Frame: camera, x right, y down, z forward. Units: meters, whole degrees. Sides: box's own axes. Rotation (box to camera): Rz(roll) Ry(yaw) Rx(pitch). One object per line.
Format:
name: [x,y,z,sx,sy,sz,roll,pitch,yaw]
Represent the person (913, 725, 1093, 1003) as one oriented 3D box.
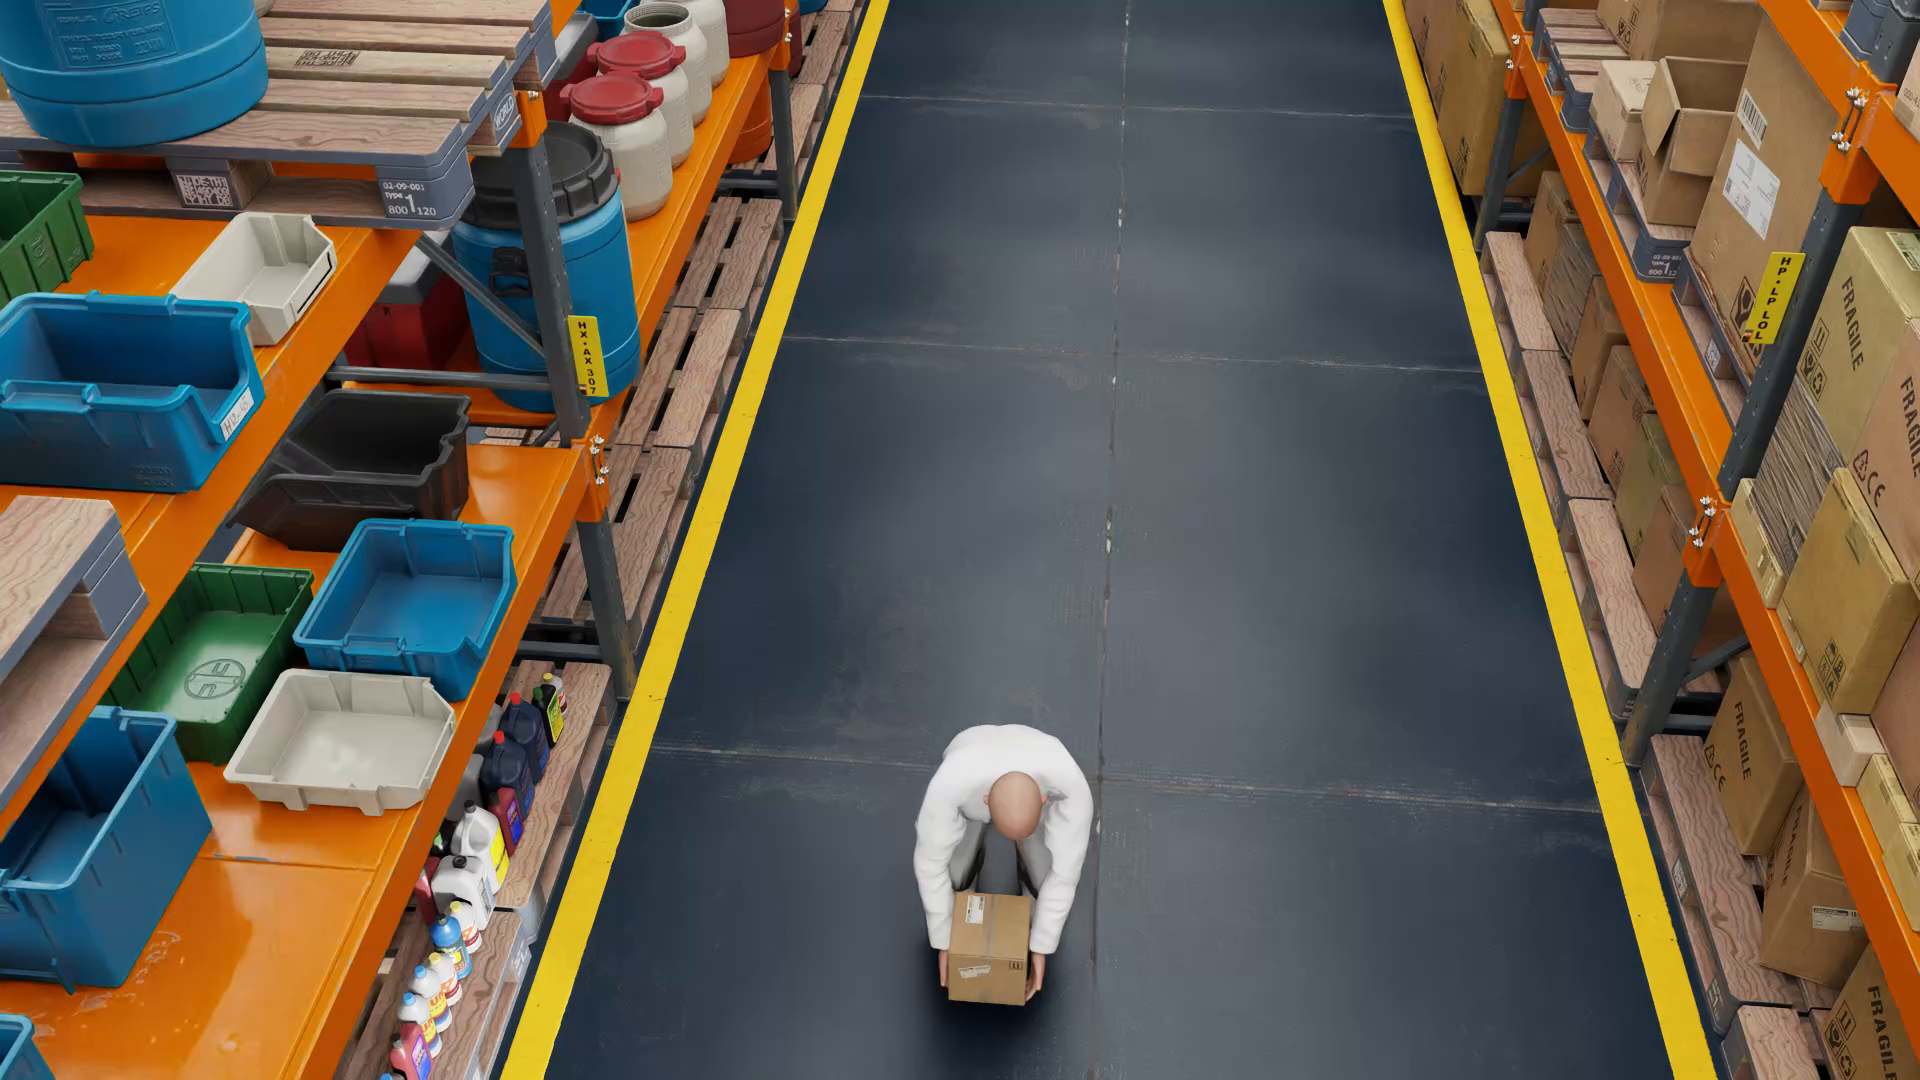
person: [0.140,0.975,5.605,0.604,0.995,0.909,3,40,4]
